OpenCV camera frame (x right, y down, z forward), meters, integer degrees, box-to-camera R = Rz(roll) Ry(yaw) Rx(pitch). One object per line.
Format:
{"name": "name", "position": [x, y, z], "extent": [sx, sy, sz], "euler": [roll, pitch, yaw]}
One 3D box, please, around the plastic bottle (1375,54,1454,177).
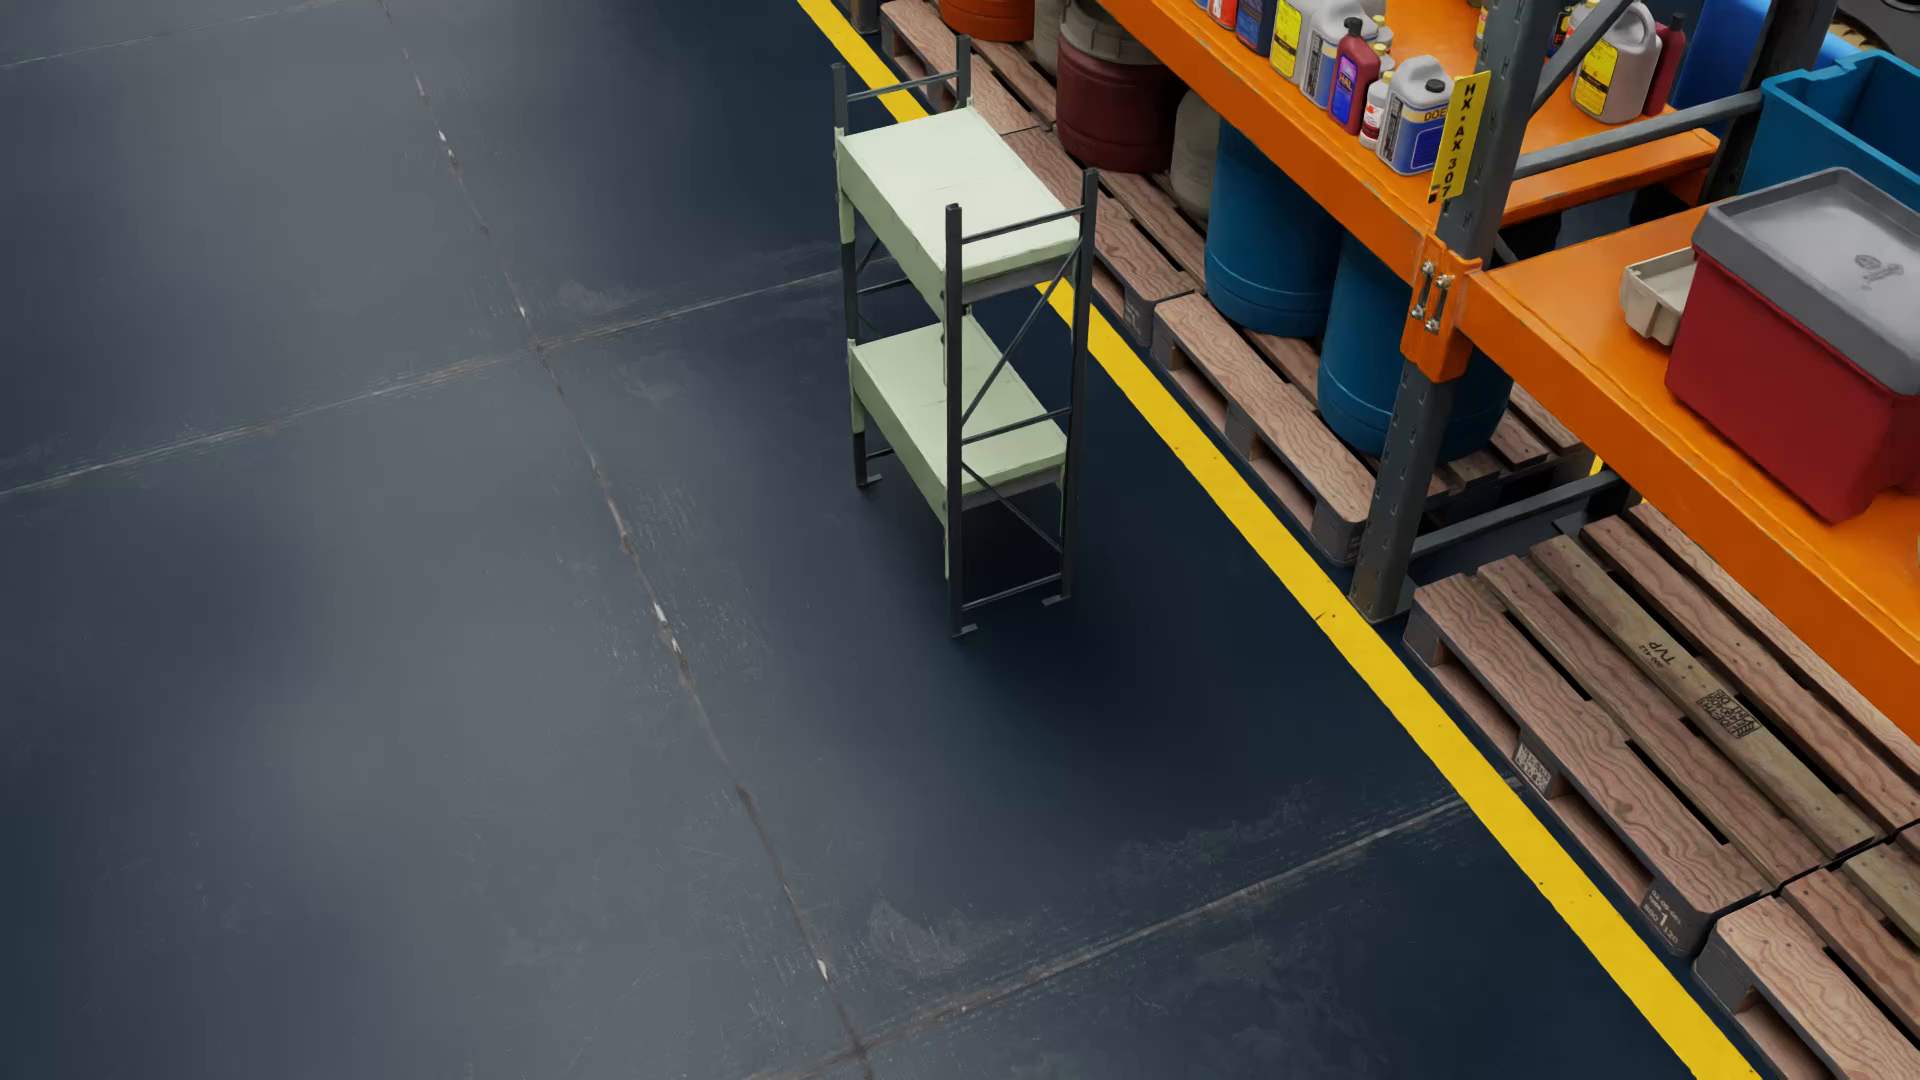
{"name": "plastic bottle", "position": [1.198, -1.106, 4.323], "extent": [0.152, 0.276, 0.135], "euler": [-18, 47, -17]}

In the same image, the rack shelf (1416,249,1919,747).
{"name": "rack shelf", "position": [2.498, 0.536, 3.083], "extent": [1.077, 0.370, 4.000], "euler": [-18, 47, -17]}

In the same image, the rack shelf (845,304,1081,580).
{"name": "rack shelf", "position": [-0.003, -0.306, 4.957], "extent": [0.431, 0.370, 0.720], "euler": [-18, 47, -17]}

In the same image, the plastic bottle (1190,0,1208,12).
{"name": "plastic bottle", "position": [0.776, -1.746, 4.972], "extent": [0.152, 0.276, 0.135], "euler": [-18, 47, -17]}

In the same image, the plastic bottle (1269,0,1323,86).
{"name": "plastic bottle", "position": [0.974, -1.466, 4.635], "extent": [0.144, 0.351, 0.185], "euler": [-18, 47, -17]}

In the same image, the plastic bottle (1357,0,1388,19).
{"name": "plastic bottle", "position": [1.105, -1.509, 4.678], "extent": [0.144, 0.351, 0.185], "euler": [-18, 47, -17]}

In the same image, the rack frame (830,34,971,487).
{"name": "rack frame", "position": [-0.157, -0.771, 4.964], "extent": [0.400, 1.500, 0.023], "euler": [-18, 47, -17]}

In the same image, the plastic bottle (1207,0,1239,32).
{"name": "plastic bottle", "position": [0.833, -1.660, 4.885], "extent": [0.152, 0.276, 0.135], "euler": [-18, 47, -17]}

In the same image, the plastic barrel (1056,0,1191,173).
{"name": "plastic barrel", "position": [0.671, -1.808, 6.365], "extent": [0.600, 0.588, 0.708], "euler": [-18, 47, -17]}

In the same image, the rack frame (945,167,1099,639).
{"name": "rack frame", "position": [0.151, -0.305, 4.491], "extent": [0.400, 1.500, 0.023], "euler": [-18, 47, -17]}

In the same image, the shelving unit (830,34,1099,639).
{"name": "shelving unit", "position": [-0.003, -0.538, 4.728], "extent": [0.431, 1.500, 0.755], "euler": [-18, 47, -17]}

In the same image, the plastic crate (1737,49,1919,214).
{"name": "plastic crate", "position": [2.163, -0.813, 3.907], "extent": [0.392, 0.384, 0.575], "euler": [-18, 47, -17]}

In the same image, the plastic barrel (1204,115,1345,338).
{"name": "plastic barrel", "position": [1.146, -1.200, 5.525], "extent": [0.600, 0.901, 0.708], "euler": [-18, 47, -17]}

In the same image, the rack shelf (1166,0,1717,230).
{"name": "rack shelf", "position": [0.816, -2.082, 5.598], "extent": [0.919, 0.124, 3.809], "euler": [-18, 47, -17]}

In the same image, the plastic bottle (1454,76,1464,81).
{"name": "plastic bottle", "position": [1.304, -1.128, 4.399], "extent": [0.097, 0.201, 0.097], "euler": [0, 45, 0]}

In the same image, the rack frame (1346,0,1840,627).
{"name": "rack frame", "position": [1.657, -0.994, 4.122], "extent": [1.000, 3.000, 0.127], "euler": [-18, 47, -17]}

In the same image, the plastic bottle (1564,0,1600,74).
{"name": "plastic bottle", "position": [1.769, -1.436, 4.712], "extent": [0.097, 0.201, 0.097], "euler": [0, 45, 0]}

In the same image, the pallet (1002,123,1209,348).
{"name": "pallet", "position": [0.854, -1.284, 6.401], "extent": [1.003, 0.211, 1.213], "euler": [-18, 47, -17]}

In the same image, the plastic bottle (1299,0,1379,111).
{"name": "plastic bottle", "position": [1.045, -1.339, 4.559], "extent": [0.152, 0.276, 0.135], "euler": [-18, 47, -17]}

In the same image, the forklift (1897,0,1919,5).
{"name": "forklift", "position": [4.135, -2.349, 5.544], "extent": [3.031, 2.935, 1.121], "euler": [-18, 47, -17]}

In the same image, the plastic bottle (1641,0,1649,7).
{"name": "plastic bottle", "position": [1.834, -1.398, 4.614], "extent": [0.061, 0.283, 0.133], "euler": [-18, 47, -17]}

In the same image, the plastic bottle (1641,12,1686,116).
{"name": "plastic bottle", "position": [1.890, -1.313, 4.528], "extent": [0.061, 0.283, 0.133], "euler": [-18, 47, -17]}

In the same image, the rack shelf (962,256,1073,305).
{"name": "rack shelf", "position": [-0.003, -0.867, 4.403], "extent": [0.332, 0.071, 0.664], "euler": [-18, 47, -17]}

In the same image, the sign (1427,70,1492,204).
{"name": "sign", "position": [1.157, -0.932, 3.861], "extent": [0.100, 0.325, 0.005], "euler": [-18, 47, -17]}

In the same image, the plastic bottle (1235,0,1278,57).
{"name": "plastic bottle", "position": [0.896, -1.584, 4.755], "extent": [0.144, 0.351, 0.185], "euler": [-18, 47, -17]}

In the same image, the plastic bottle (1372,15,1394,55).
{"name": "plastic bottle", "position": [1.150, -1.361, 4.635], "extent": [0.097, 0.201, 0.097], "euler": [0, 45, 0]}

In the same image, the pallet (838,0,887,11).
{"name": "pallet", "position": [-0.315, -3.056, 8.197], "extent": [1.003, 0.211, 1.213], "euler": [-18, 47, -17]}

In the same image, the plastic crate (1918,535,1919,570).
{"name": "plastic crate", "position": [2.132, 0.054, 3.101], "extent": [0.437, 0.282, 0.530], "euler": [-18, 47, -17]}

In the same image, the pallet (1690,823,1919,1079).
{"name": "pallet", "position": [2.519, 1.234, 3.849], "extent": [1.003, 0.211, 1.213], "euler": [-18, 47, -17]}
